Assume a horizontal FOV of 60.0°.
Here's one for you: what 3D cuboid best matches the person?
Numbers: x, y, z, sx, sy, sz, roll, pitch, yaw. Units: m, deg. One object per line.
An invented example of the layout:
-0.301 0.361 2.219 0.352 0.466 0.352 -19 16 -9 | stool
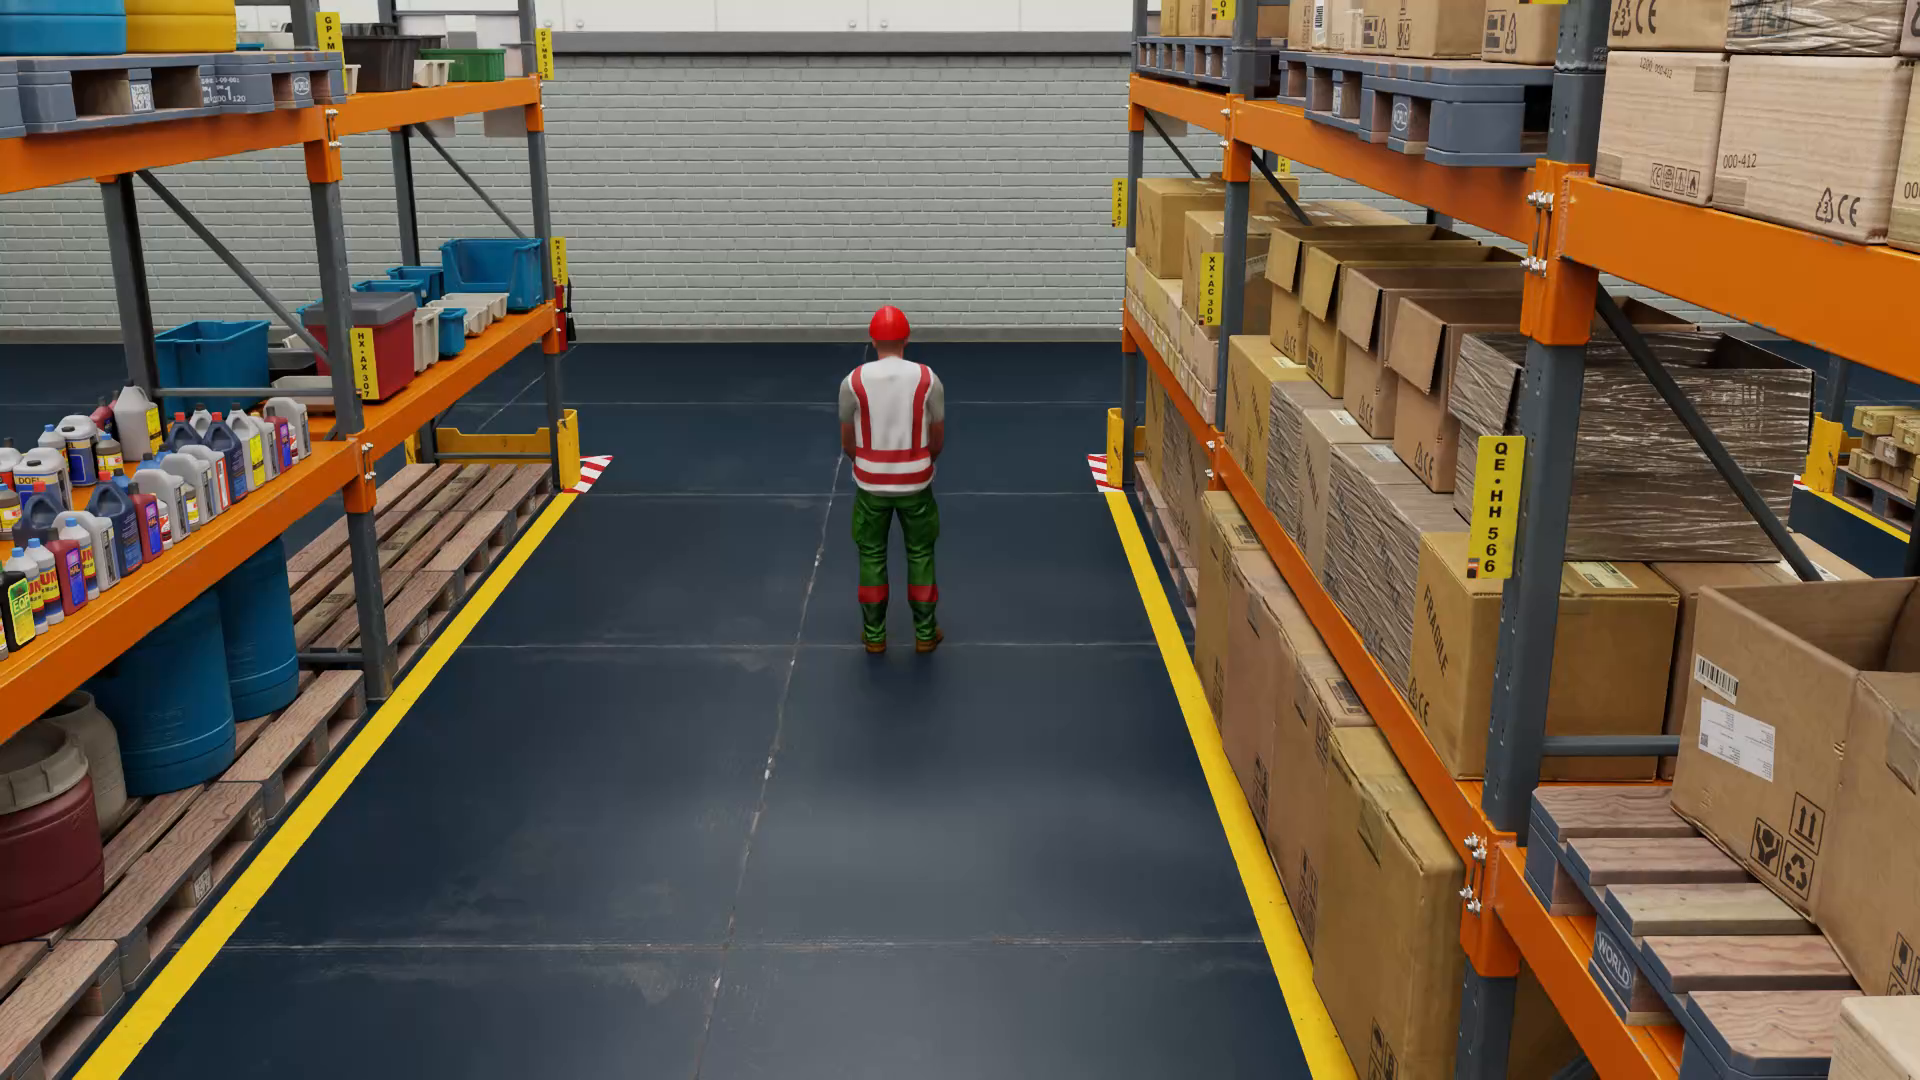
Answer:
-0.344 -0.305 8.503 0.535 1.789 0.462 -1 17 -2 | person
